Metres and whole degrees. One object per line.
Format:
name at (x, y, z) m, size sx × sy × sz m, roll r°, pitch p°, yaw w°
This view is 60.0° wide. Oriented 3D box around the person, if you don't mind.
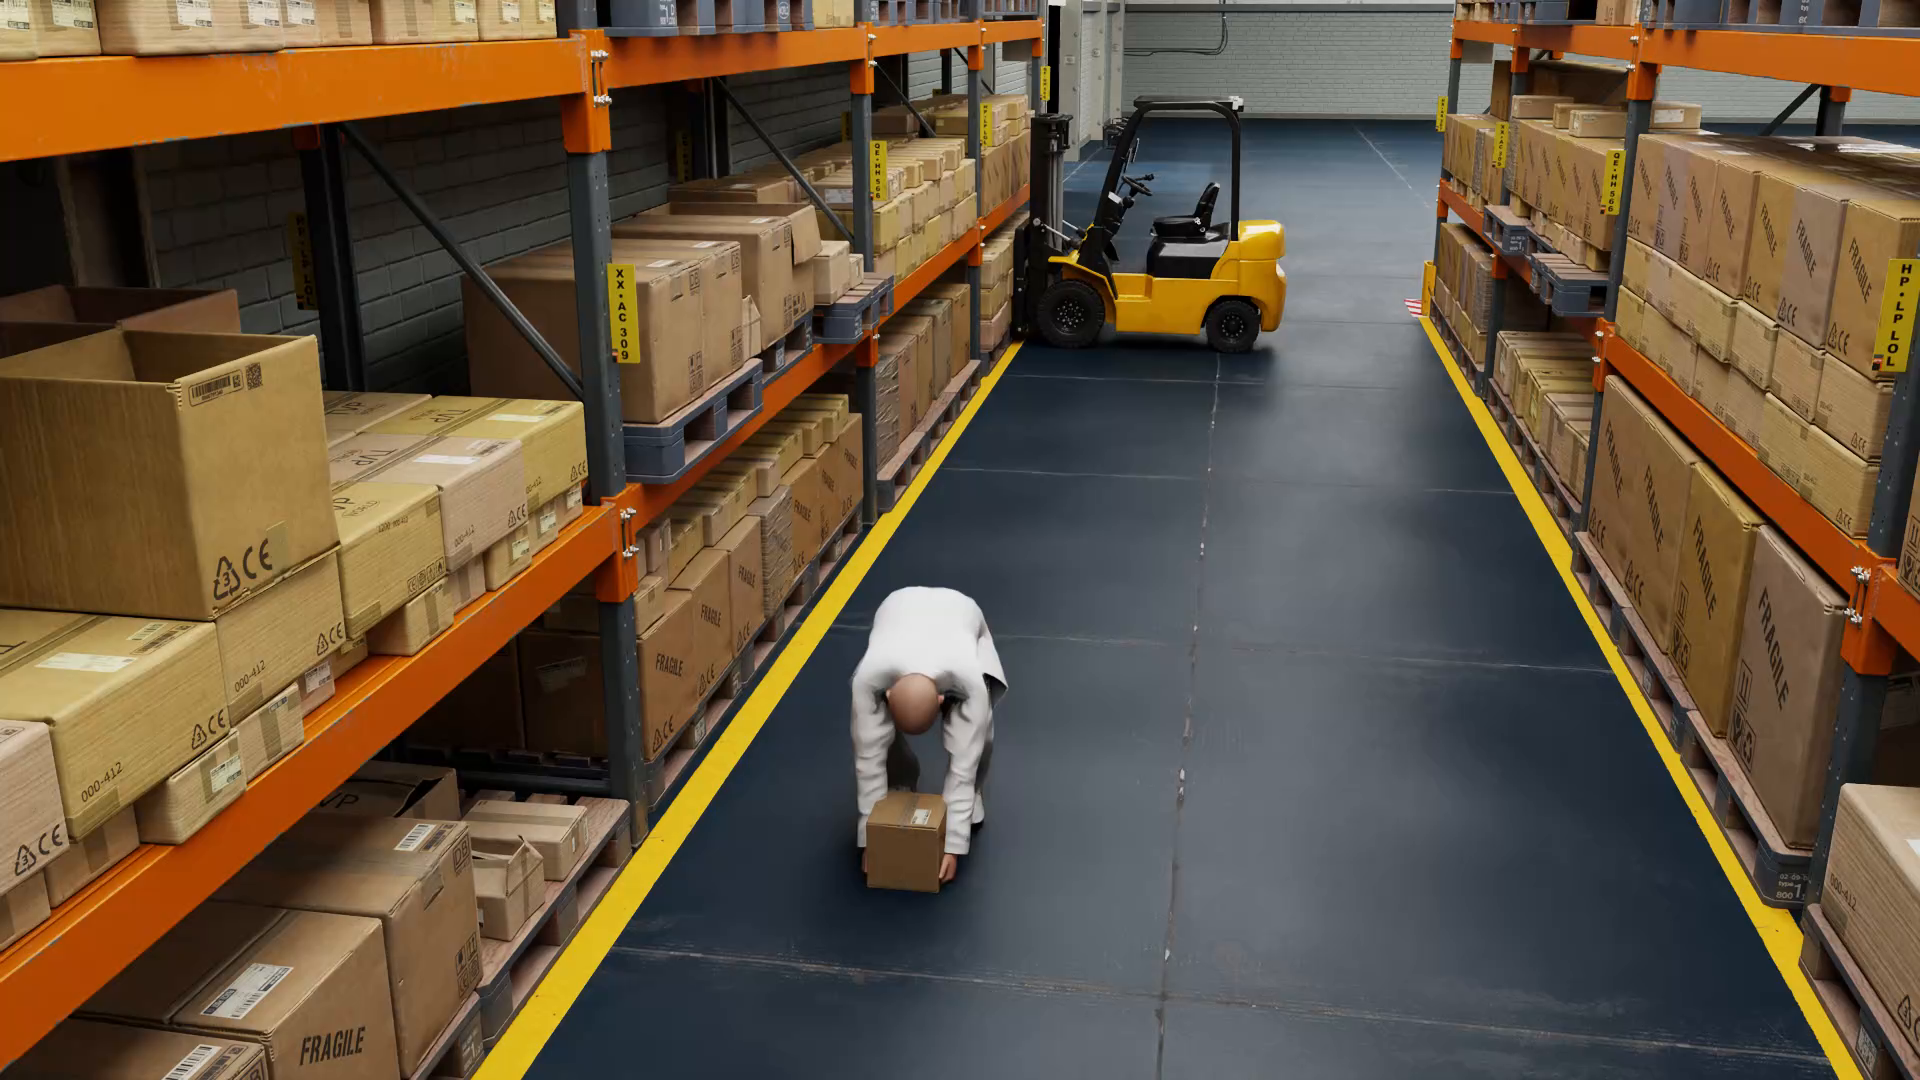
person at (-0.131, 0.660, 6.030) m, size 0.591 × 0.886 × 0.953 m, roll 2°, pitch 18°, yaw 7°
